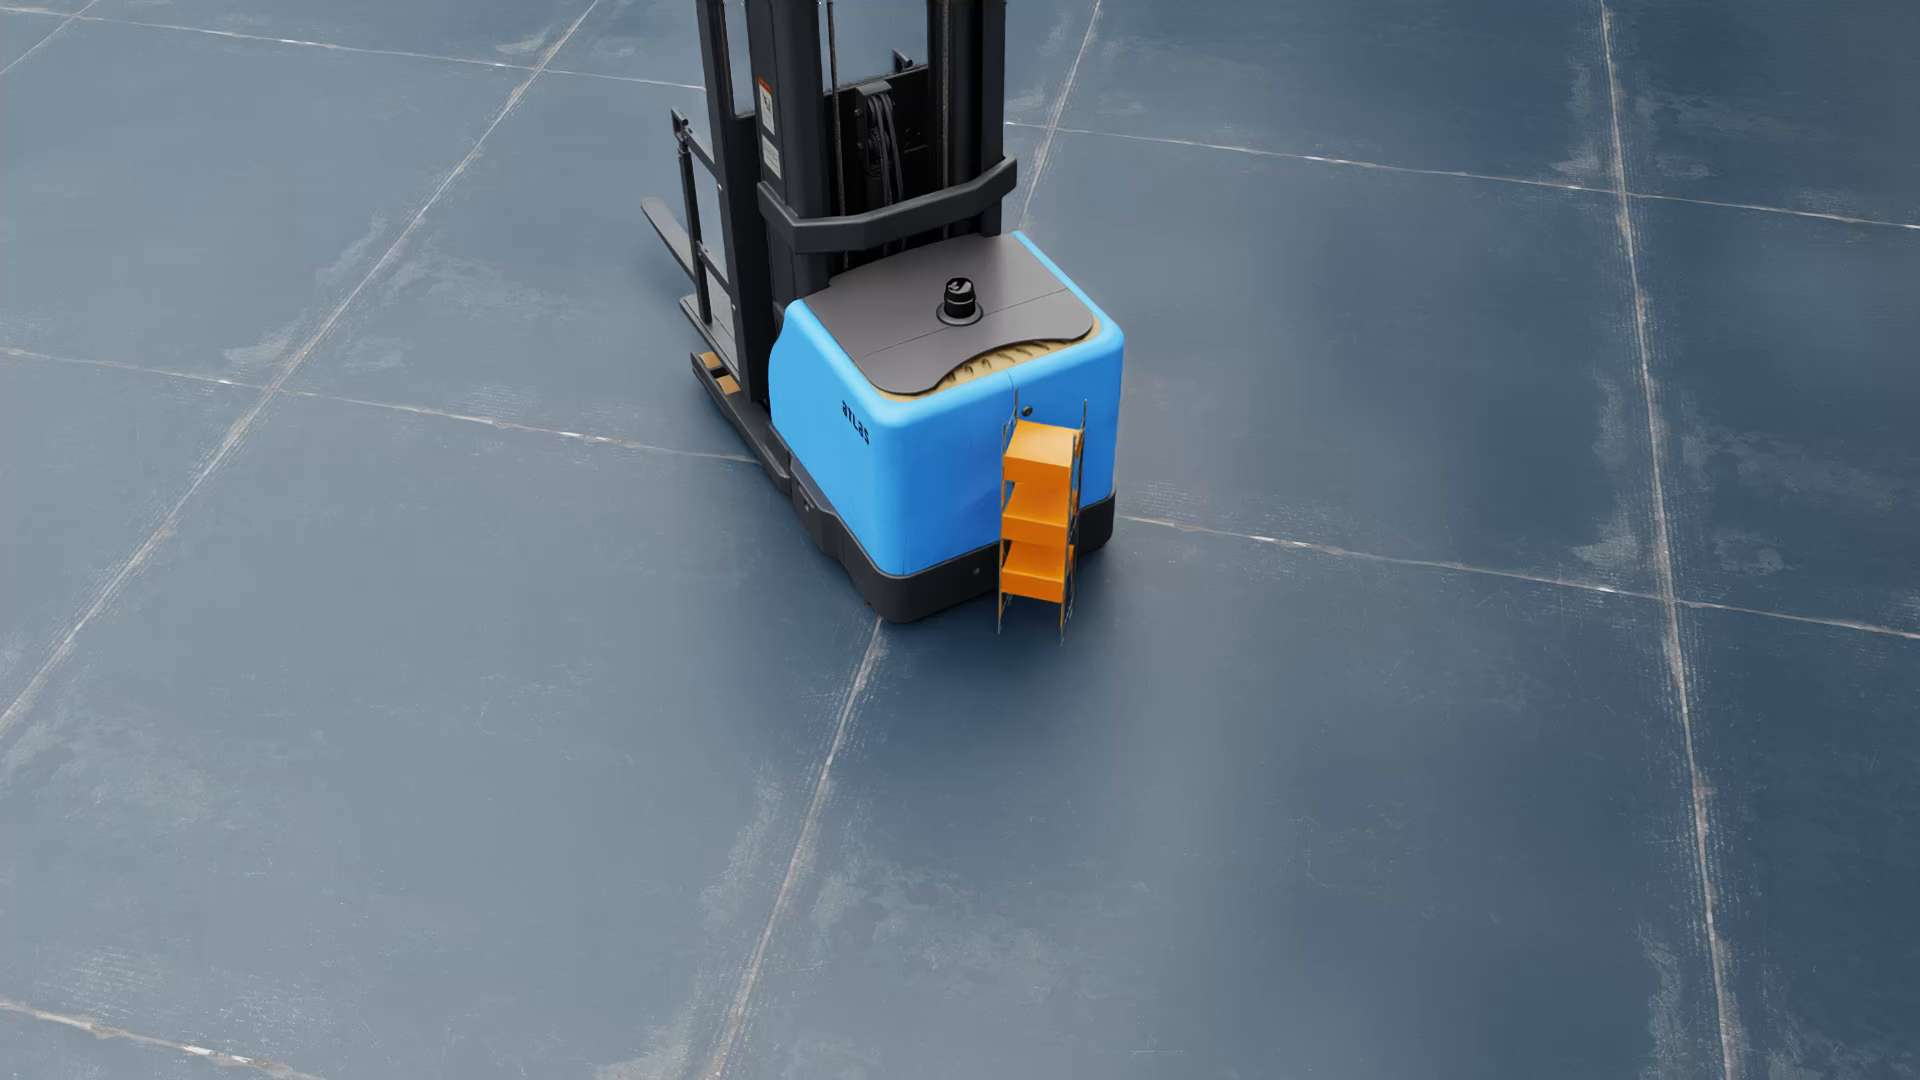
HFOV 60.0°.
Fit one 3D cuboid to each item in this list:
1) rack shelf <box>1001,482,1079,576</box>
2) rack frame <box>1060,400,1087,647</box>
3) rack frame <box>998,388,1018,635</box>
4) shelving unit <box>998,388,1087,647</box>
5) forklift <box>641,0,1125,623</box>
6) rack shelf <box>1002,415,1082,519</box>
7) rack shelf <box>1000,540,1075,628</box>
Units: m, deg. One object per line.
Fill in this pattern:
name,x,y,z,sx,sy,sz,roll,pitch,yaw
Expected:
rack shelf,0.292,-0.052,6.063,0.240,0.259,0.215,10,45,11
rack frame,0.410,-0.038,6.033,0.008,1.050,0.200,10,45,11
rack frame,0.174,-0.082,6.078,0.008,1.050,0.200,10,45,11
shelving unit,0.292,-0.060,6.055,0.252,1.050,0.215,10,45,11
forklift,-0.541,-1.758,6.462,1.130,2.935,3.031,-21,48,-20
rack shelf,0.292,-0.257,5.866,0.240,0.259,0.215,10,45,11
rack shelf,0.292,0.148,6.255,0.240,0.259,0.215,10,45,11
